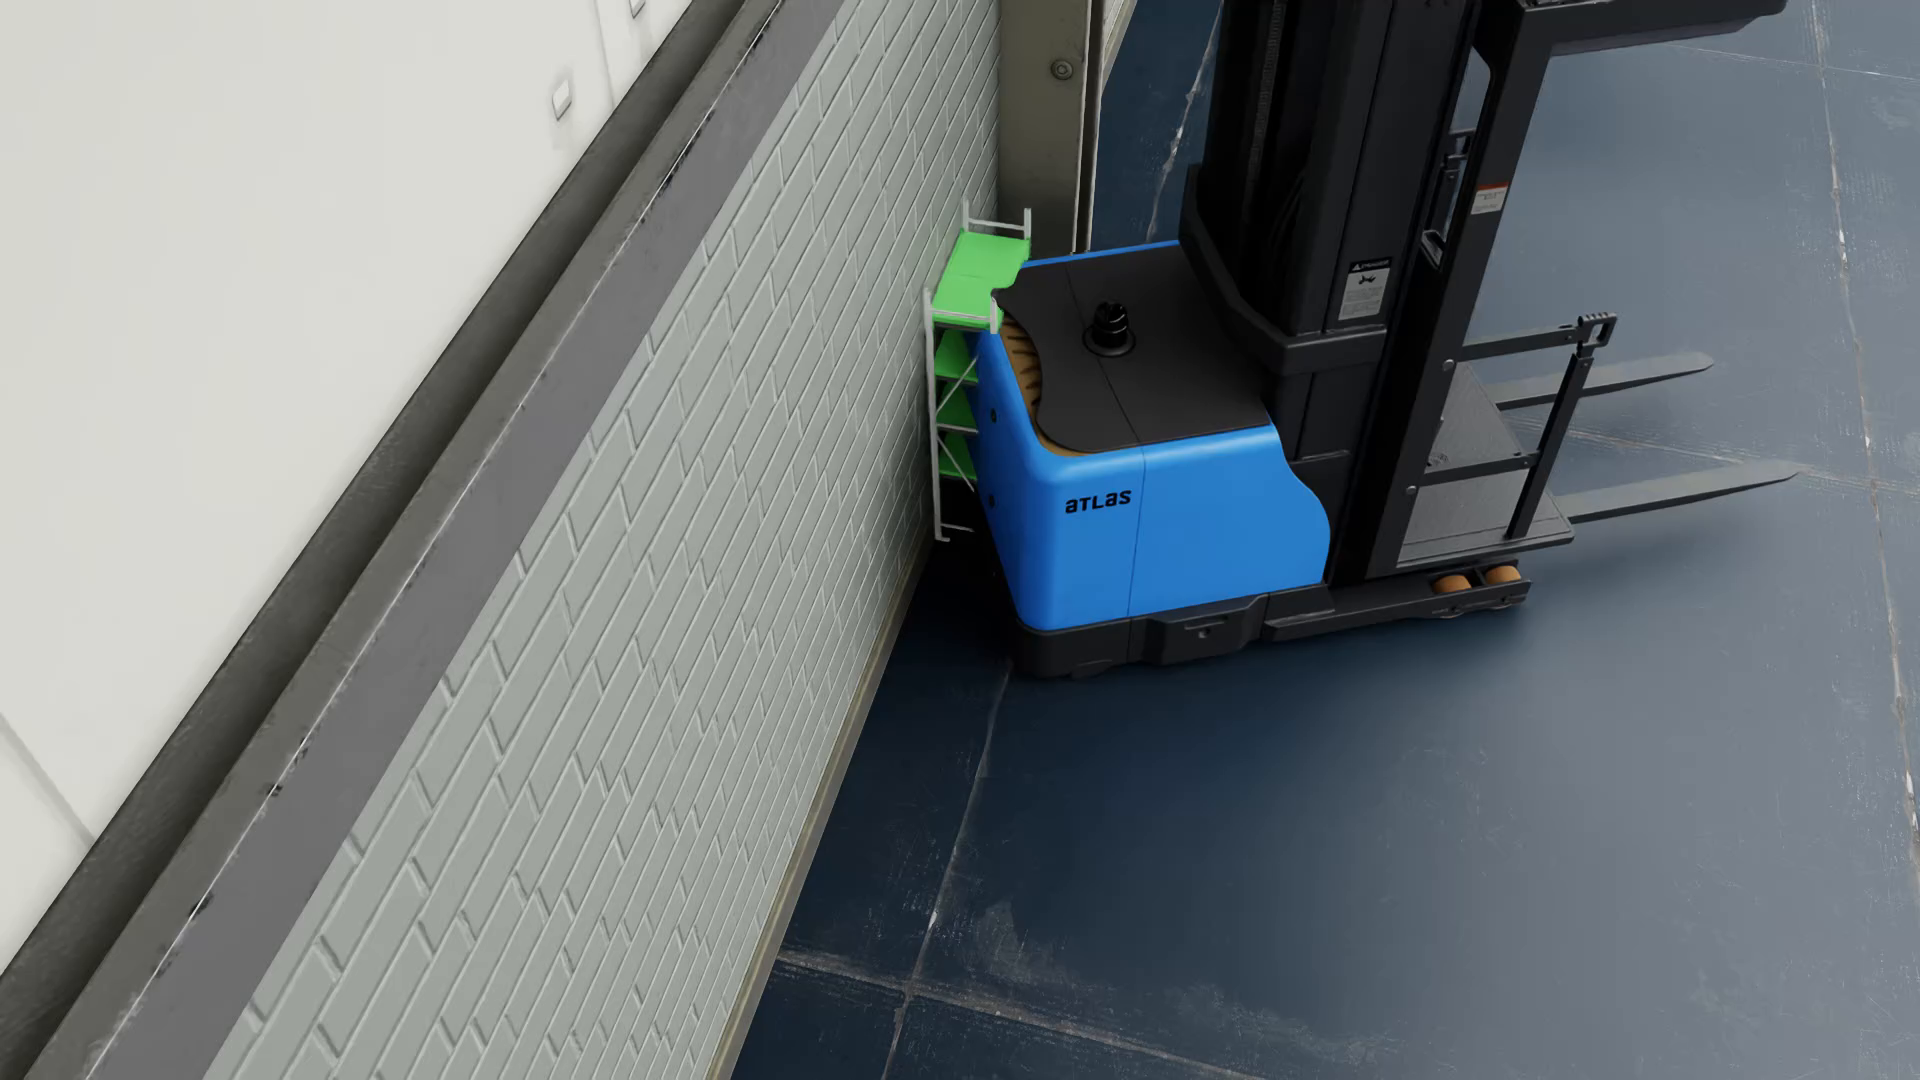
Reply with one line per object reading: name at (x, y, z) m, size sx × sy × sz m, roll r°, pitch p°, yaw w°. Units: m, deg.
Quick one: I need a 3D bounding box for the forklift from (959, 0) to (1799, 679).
forklift at (1.567, -1.066, 5.236) m, size 3.031 × 2.935 × 1.130 m, roll -10°, pitch 49°, yaw -8°

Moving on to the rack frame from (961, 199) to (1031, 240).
rack frame at (0.135, -0.739, 6.092) m, size 0.240 × 1.200 × 0.015 m, roll 10°, pitch 49°, yaw 10°

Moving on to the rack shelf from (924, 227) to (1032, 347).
rack shelf at (0.065, -0.839, 5.626) m, size 0.258 × 0.148 × 0.480 m, roll 10°, pitch 49°, yaw 10°

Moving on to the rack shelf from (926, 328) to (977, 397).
rack shelf at (0.070, -0.679, 5.805) m, size 0.258 × 0.148 × 0.480 m, roll 10°, pitch 49°, yaw 10°

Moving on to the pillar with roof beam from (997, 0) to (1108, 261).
pillar with roof beam at (4.489, -2.992, 2.889) m, size 9.100 × 9.000 × 0.400 m, roll 12°, pitch 50°, yaw 10°

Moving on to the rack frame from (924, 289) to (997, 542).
rack frame at (0.013, -0.385, 5.779) m, size 0.240 × 1.200 × 0.015 m, roll 10°, pitch 49°, yaw 10°

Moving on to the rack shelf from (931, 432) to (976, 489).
rack shelf at (0.080, -0.360, 6.163) m, size 0.258 × 0.148 × 0.480 m, roll 10°, pitch 49°, yaw 10°

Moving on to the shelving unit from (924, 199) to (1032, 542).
shelving unit at (0.074, -0.562, 5.936) m, size 0.258 × 1.200 × 0.503 m, roll 10°, pitch 49°, yaw 10°

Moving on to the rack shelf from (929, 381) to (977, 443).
rack shelf at (0.075, -0.520, 5.984) m, size 0.258 × 0.148 × 0.480 m, roll 10°, pitch 49°, yaw 10°
